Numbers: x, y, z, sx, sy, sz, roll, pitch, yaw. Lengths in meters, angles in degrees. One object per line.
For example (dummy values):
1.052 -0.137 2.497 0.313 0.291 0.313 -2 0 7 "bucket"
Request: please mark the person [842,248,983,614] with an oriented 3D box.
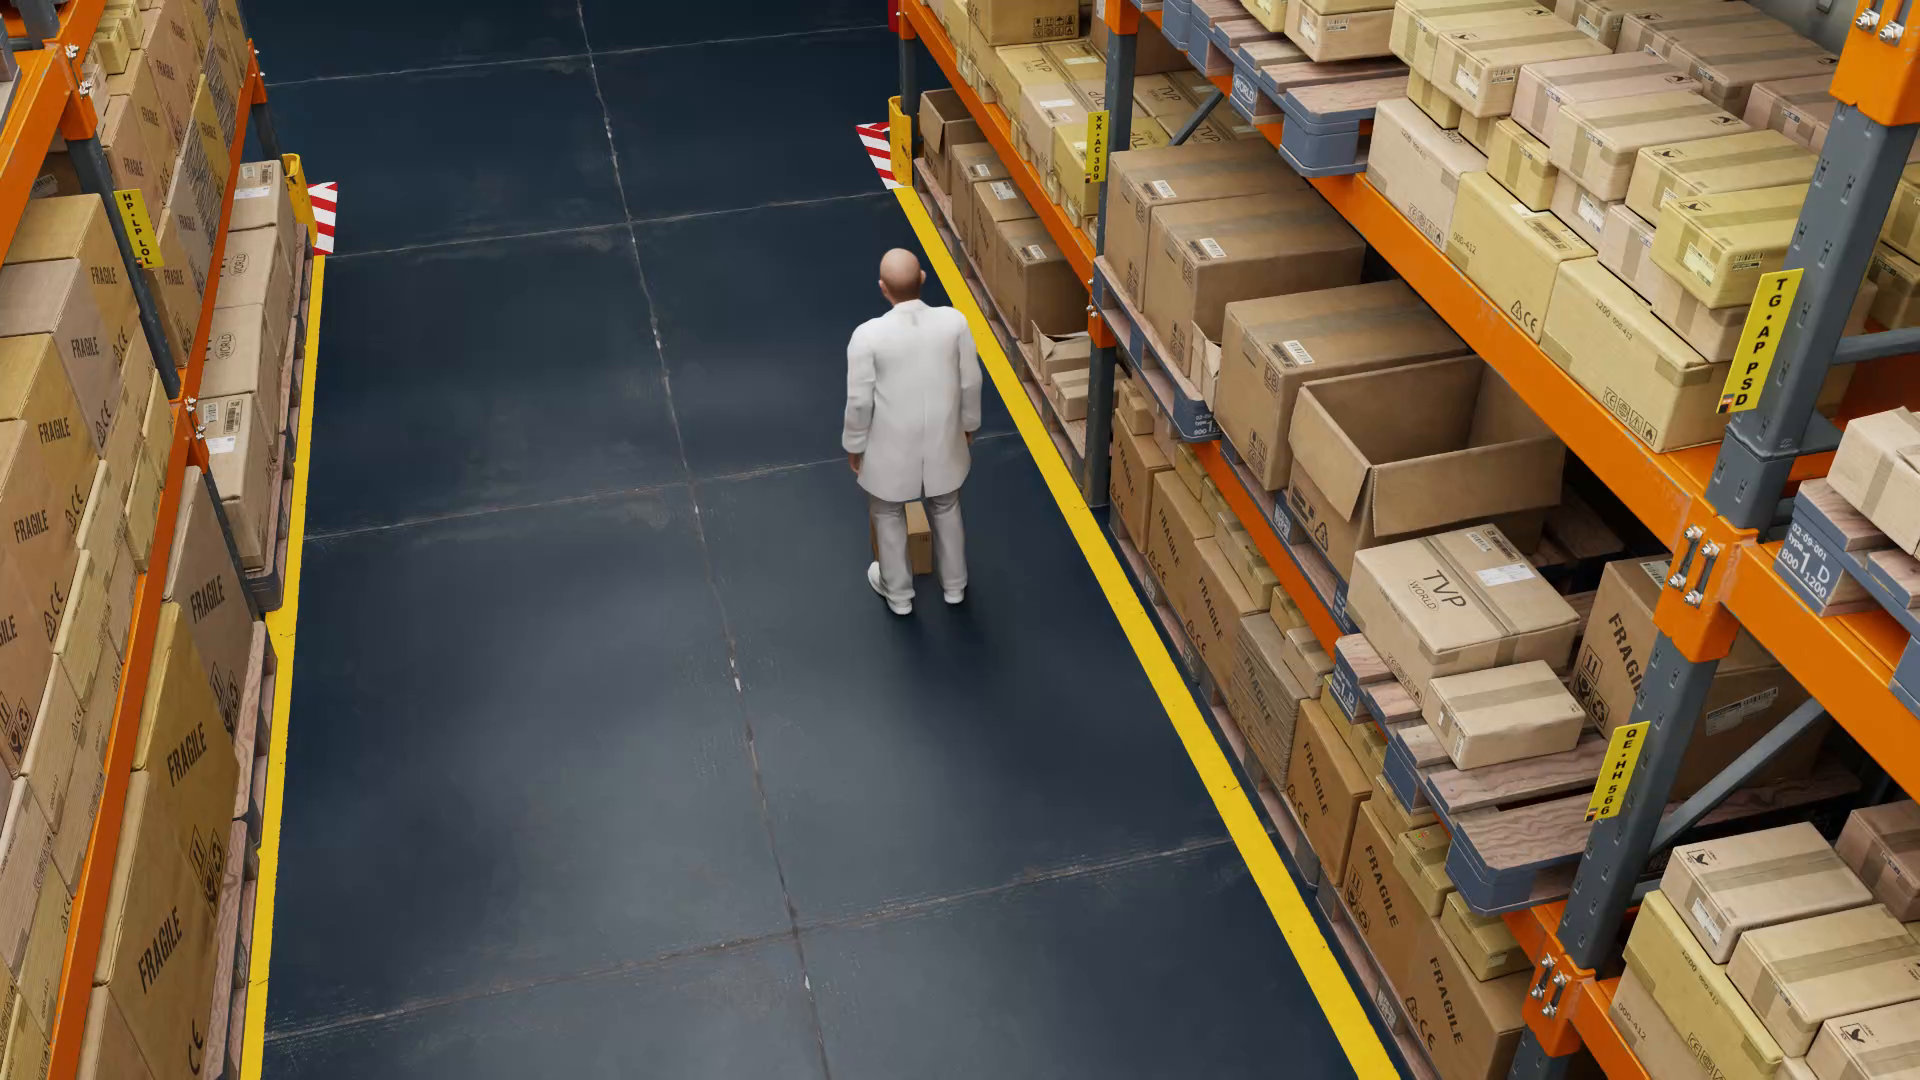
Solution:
-0.206 -0.457 7.321 0.628 1.773 0.428 -11 39 -14 "person"
